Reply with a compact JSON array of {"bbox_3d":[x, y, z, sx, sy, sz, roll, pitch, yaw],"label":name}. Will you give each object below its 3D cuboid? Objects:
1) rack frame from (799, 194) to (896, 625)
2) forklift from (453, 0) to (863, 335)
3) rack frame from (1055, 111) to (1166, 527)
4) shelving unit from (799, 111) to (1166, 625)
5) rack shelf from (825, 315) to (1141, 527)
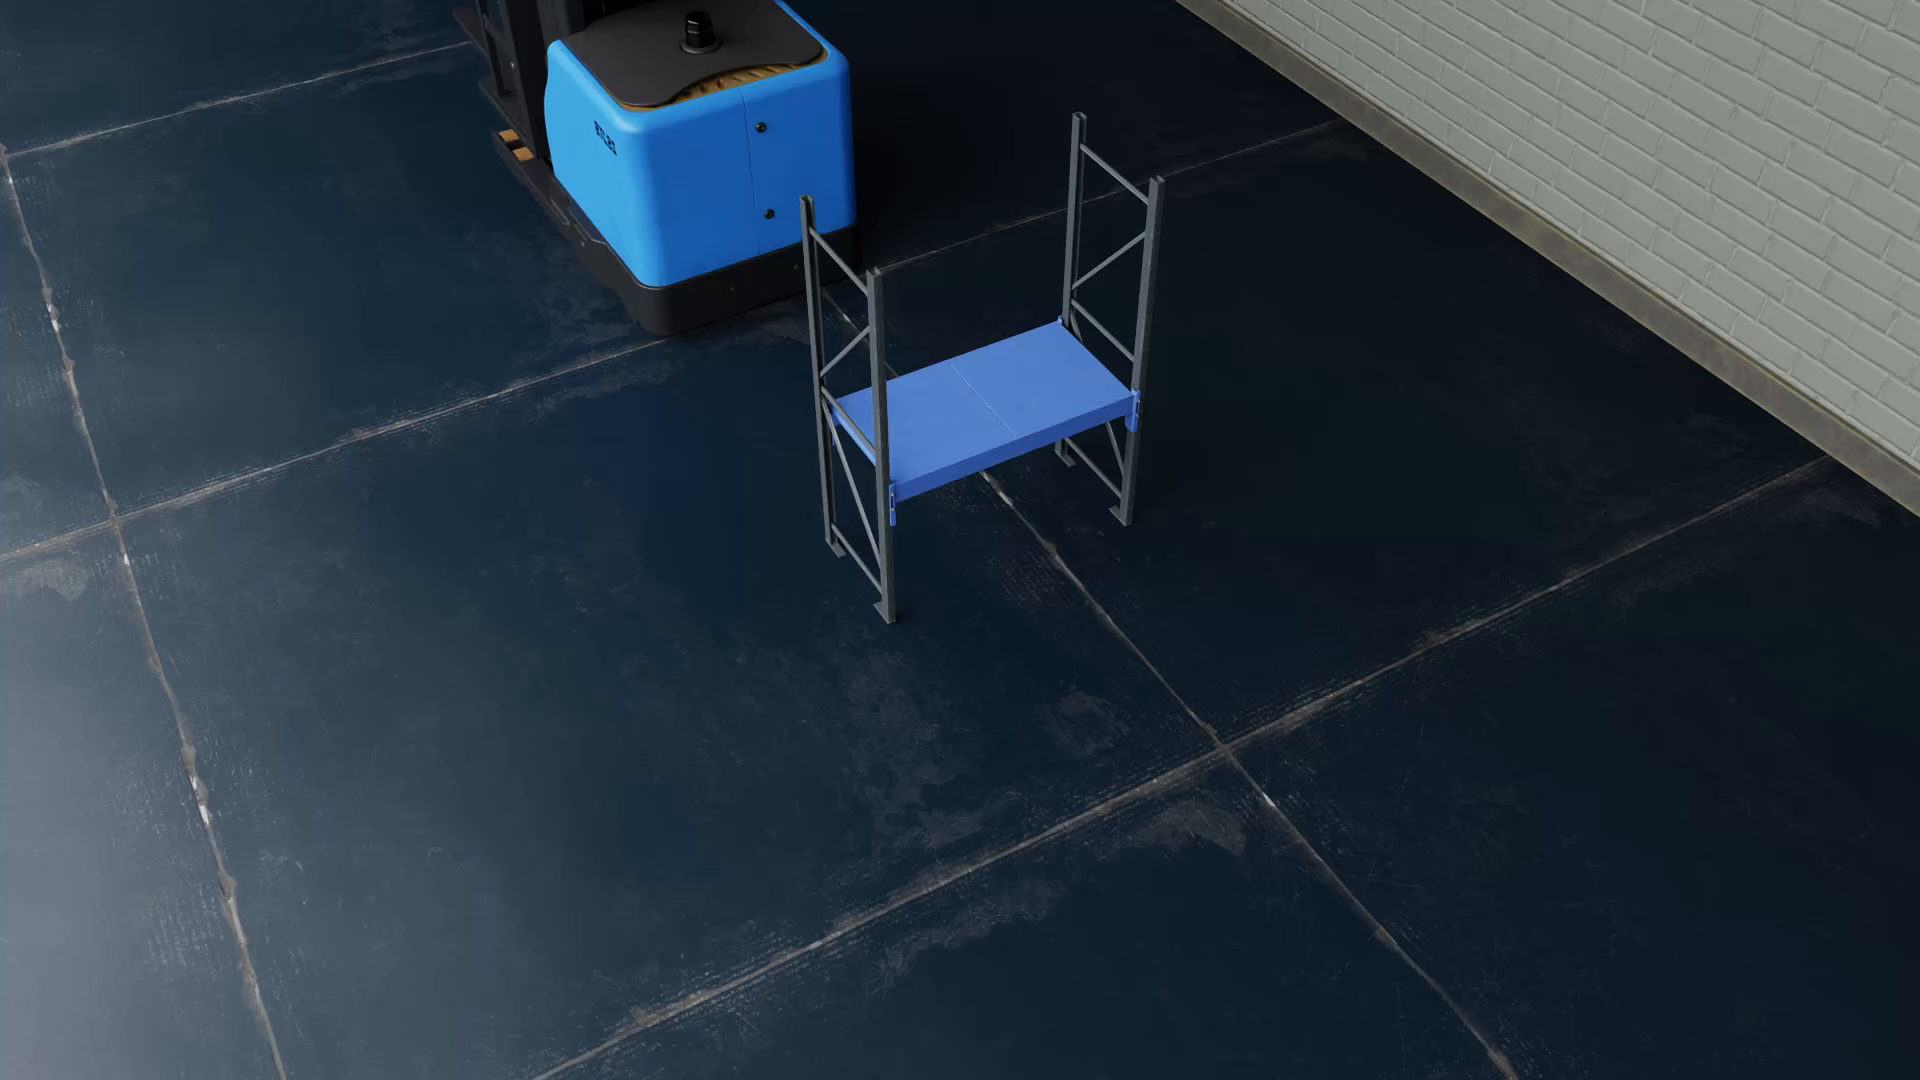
[{"bbox_3d":[-0.367,-0.391,5.576,0.032,1.500,0.500,-22,48,-21],"label":"rack frame"},{"bbox_3d":[-1.625,-2.929,7.163,1.130,2.935,3.031,-23,49,-22],"label":"forklift"},{"bbox_3d":[0.515,-0.744,5.940,0.032,1.500,0.500,-22,48,-21],"label":"rack frame"},{"bbox_3d":[0.074,-0.568,5.758,1.048,1.500,0.538,-22,48,-21],"label":"shelving unit"},{"bbox_3d":[0.074,-0.439,5.883,1.000,0.185,0.538,-22,48,-21],"label":"rack shelf"}]
